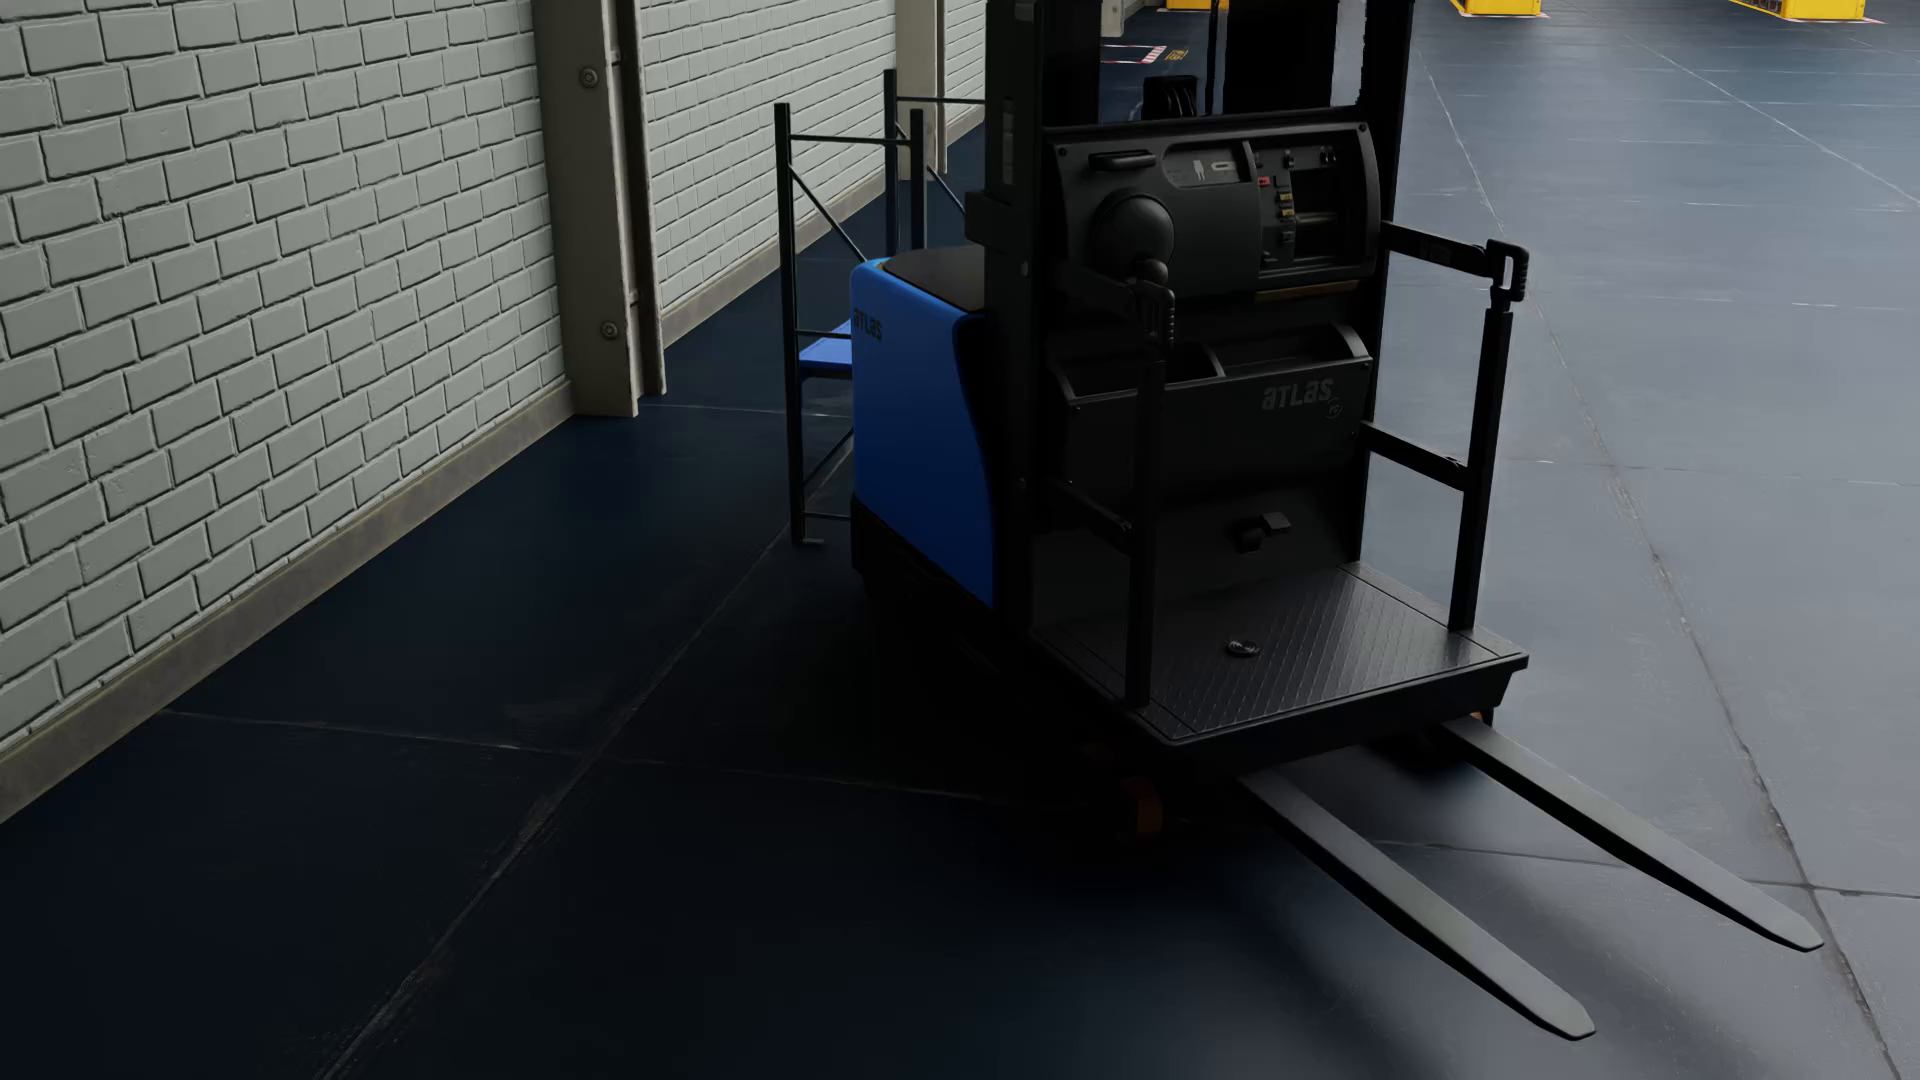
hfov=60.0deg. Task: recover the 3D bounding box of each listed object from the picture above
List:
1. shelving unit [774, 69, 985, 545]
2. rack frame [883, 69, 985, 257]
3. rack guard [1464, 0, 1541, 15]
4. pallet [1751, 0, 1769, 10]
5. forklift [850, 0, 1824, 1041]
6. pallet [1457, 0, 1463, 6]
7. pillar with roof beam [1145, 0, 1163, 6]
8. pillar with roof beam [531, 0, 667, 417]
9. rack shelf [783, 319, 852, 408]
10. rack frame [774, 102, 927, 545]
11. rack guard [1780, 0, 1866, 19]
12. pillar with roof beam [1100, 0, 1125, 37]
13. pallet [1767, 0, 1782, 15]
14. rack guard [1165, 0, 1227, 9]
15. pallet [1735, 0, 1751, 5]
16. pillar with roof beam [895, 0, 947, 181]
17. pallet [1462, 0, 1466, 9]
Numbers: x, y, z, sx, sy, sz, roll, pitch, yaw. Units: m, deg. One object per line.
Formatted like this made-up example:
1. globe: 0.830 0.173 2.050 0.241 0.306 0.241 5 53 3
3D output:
1. shelving unit: -0.195 -0.848 5.953 0.538 1.500 1.048 7 23 16
2. rack frame: -0.042 -1.030 6.402 0.500 1.500 0.032 7 23 16
3. rack guard: 8.929 -8.914 27.319 1.175 0.500 0.348 4 22 11
4. pallet: 14.174 -9.183 28.373 1.003 0.211 1.213 4 22 11
5. forklift: 0.745 -0.811 3.943 1.130 2.935 3.031 -10 24 -24
6. pallet: 9.301 -9.517 29.201 1.003 0.211 1.213 4 22 11
7. pillar with roof beam: 7.595 -13.236 26.672 9.100 9.000 0.400 4 22 11
8. pillar with roof beam: 2.697 -4.458 4.878 9.100 9.000 0.400 4 22 11
9. rack shelf: -0.195 -0.682 6.020 0.538 0.185 1.000 7 23 16
10. rack frame: -0.348 -0.667 5.503 0.500 1.500 0.032 7 23 16
11. rack guard: 13.752 -8.576 26.478 1.175 0.500 0.348 4 22 11
12. pillar with roof beam: 6.370 -11.041 21.223 9.100 9.000 0.400 4 22 11
13. pallet: 13.923 -8.738 27.268 1.003 0.211 1.213 4 22 11
14. rack guard: 4.100 -9.327 28.344 1.175 0.500 0.348 4 22 11
15. pallet: 14.421 -9.631 29.484 1.003 0.211 1.213 4 22 11
16. pillar with roof beam: 3.922 -6.653 10.326 9.100 9.000 0.400 4 22 11
17. pallet: 9.049 -9.072 28.097 1.003 0.211 1.213 4 22 11
